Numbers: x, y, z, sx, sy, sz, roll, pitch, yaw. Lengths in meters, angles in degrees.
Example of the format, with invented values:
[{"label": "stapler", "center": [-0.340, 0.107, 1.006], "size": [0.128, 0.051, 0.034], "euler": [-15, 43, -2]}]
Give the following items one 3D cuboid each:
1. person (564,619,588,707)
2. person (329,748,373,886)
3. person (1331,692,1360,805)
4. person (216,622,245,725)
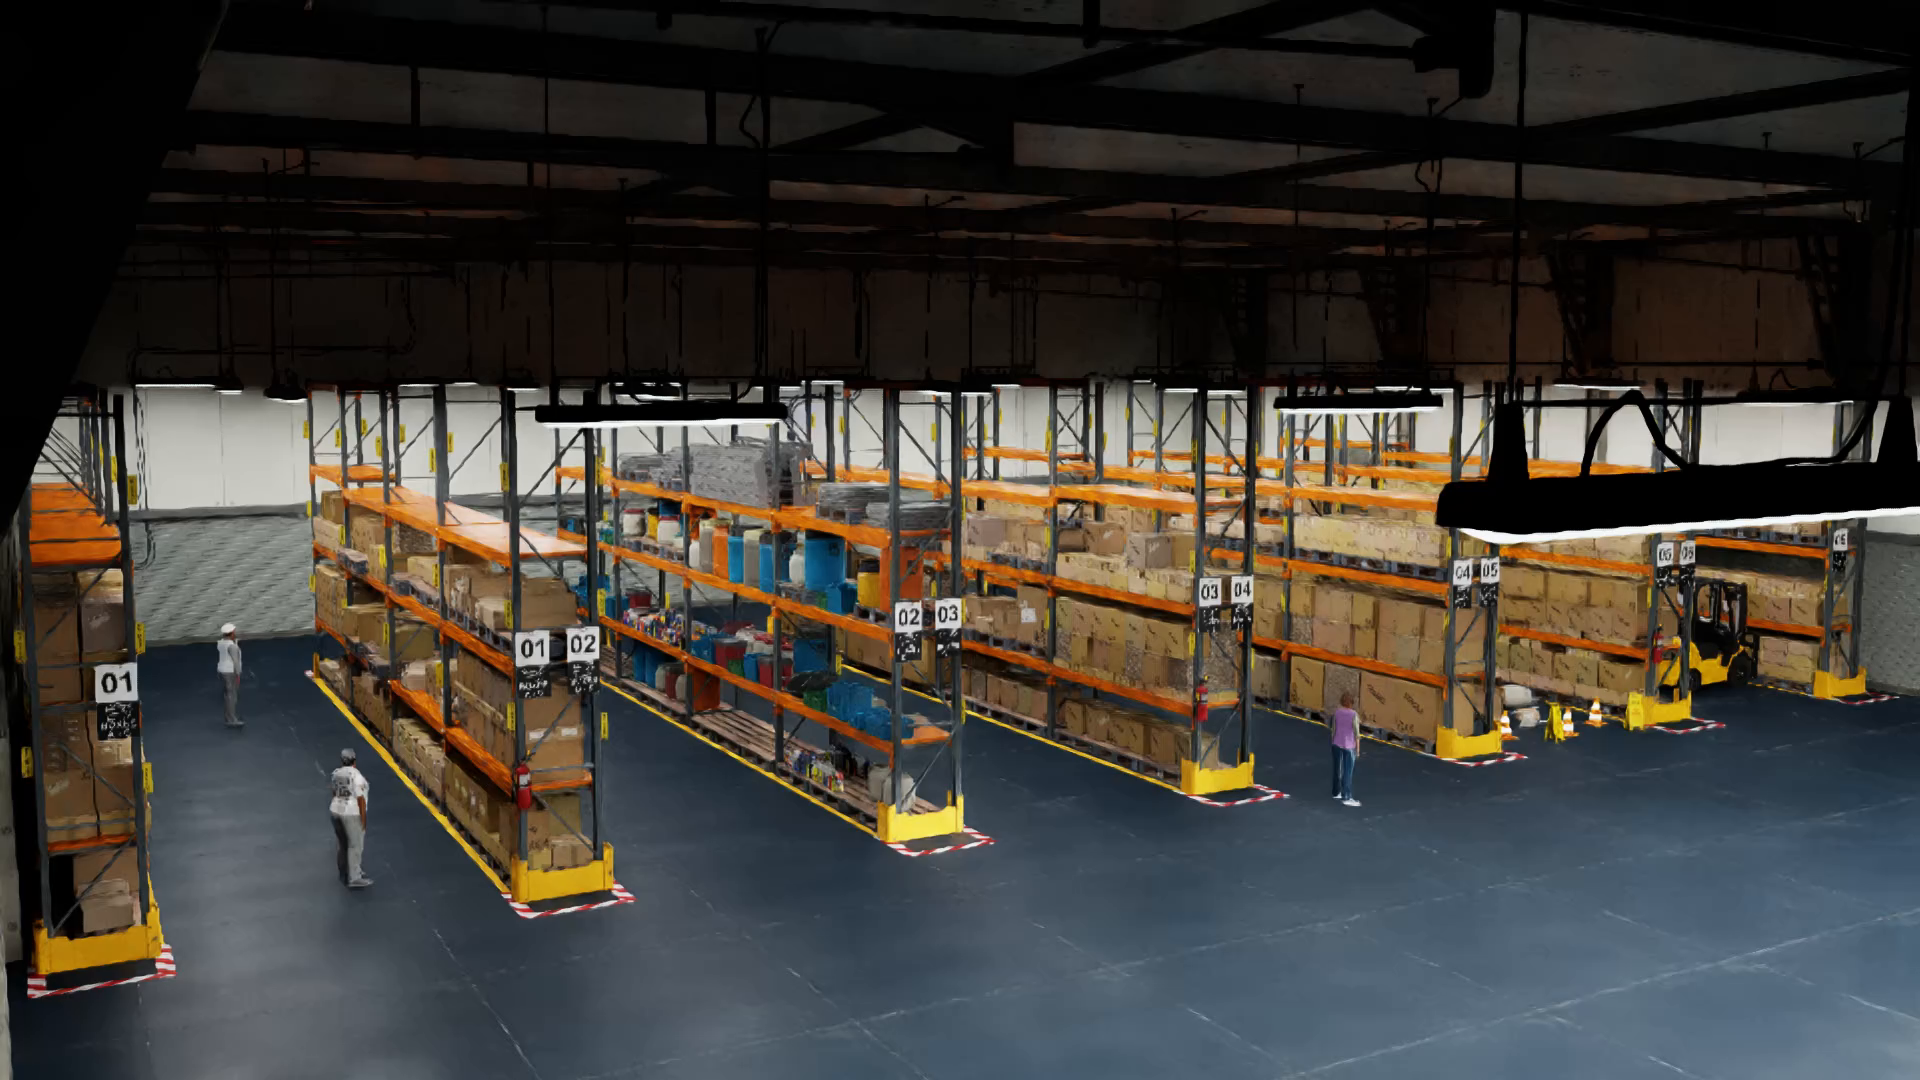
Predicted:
[{"label": "person", "center": [-7.046, 2.263, 30.538], "size": [0.677, 1.670, 0.530], "euler": [-4, 7, -30]}, {"label": "person", "center": [-7.396, 3.347, 20.223], "size": [0.530, 1.668, 0.449], "euler": [4, 7, 30]}, {"label": "person", "center": [5.562, 2.981, 23.933], "size": [0.499, 1.601, 0.422], "euler": [6, 8, 43]}, {"label": "person", "center": [-12.785, 2.324, 29.228], "size": [0.595, 1.777, 0.466], "euler": [5, 8, 38]}]
